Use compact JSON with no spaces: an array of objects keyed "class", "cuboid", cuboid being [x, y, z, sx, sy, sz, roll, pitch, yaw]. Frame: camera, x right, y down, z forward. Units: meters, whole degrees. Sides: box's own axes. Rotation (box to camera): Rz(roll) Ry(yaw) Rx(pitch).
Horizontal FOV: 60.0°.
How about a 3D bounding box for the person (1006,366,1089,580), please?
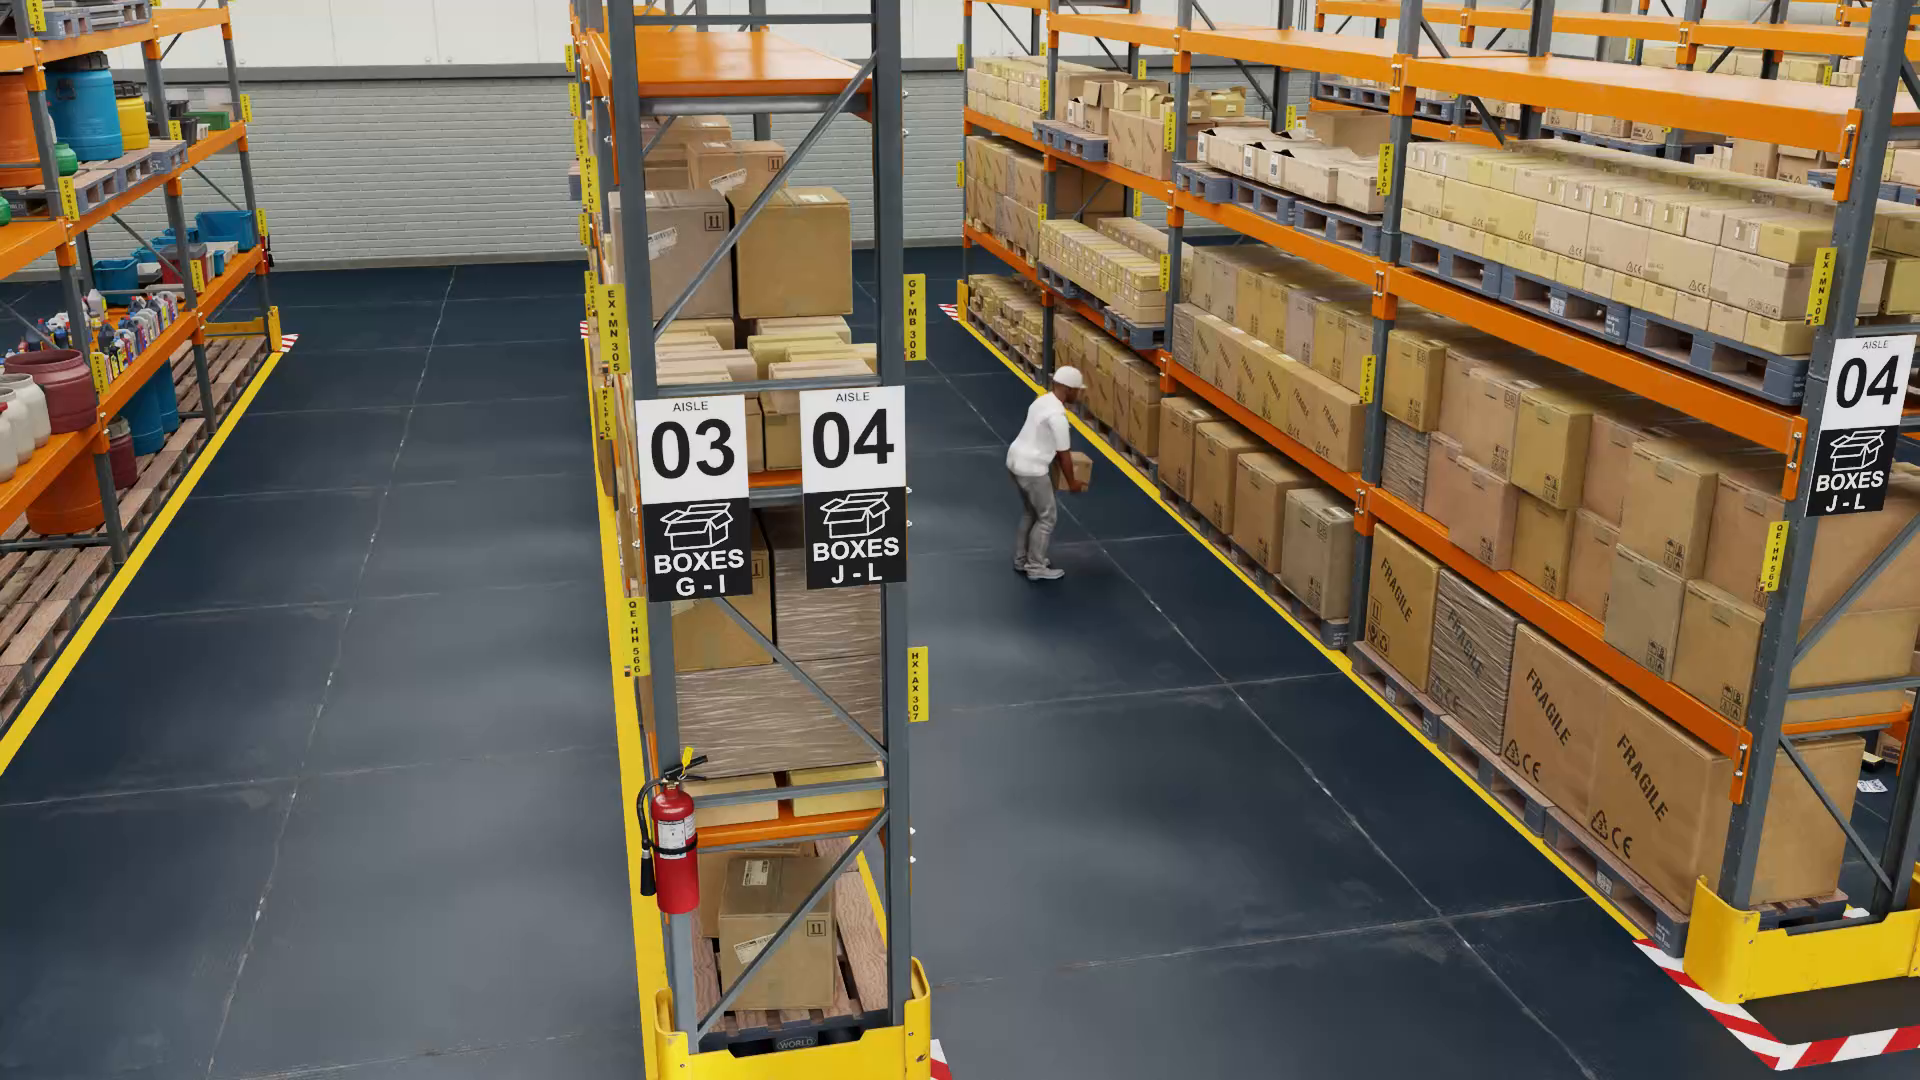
[{"class":"person","cuboid":[0.695,-0.542,13.173,0.624,1.693,0.488,-5,20,-13]}]
